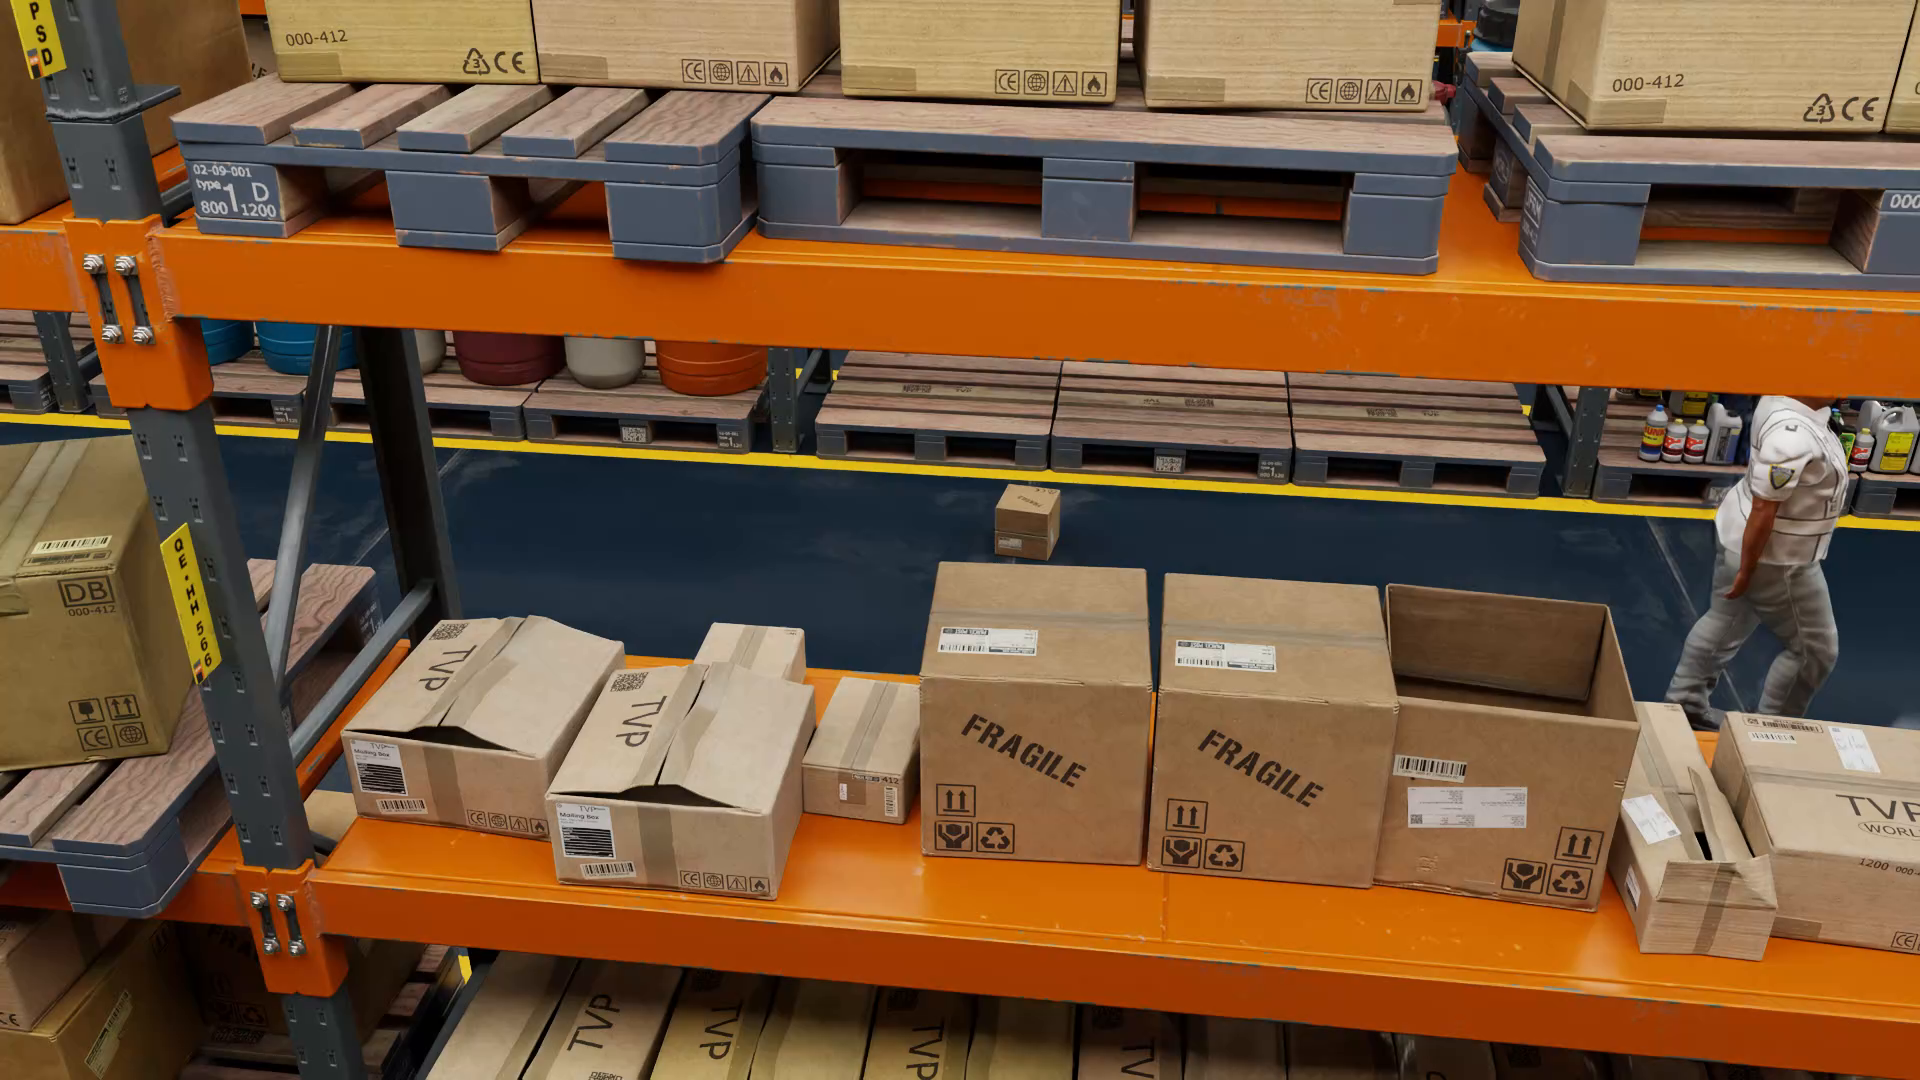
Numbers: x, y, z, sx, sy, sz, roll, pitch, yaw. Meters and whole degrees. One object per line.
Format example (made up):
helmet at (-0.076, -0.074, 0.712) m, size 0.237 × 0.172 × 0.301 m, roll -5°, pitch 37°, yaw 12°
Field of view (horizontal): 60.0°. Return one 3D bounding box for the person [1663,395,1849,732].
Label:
person at (2.971, 0.069, 6.033) m, size 0.535 × 1.733 × 0.482 m, roll 8°, pitch 30°, yaw 15°
